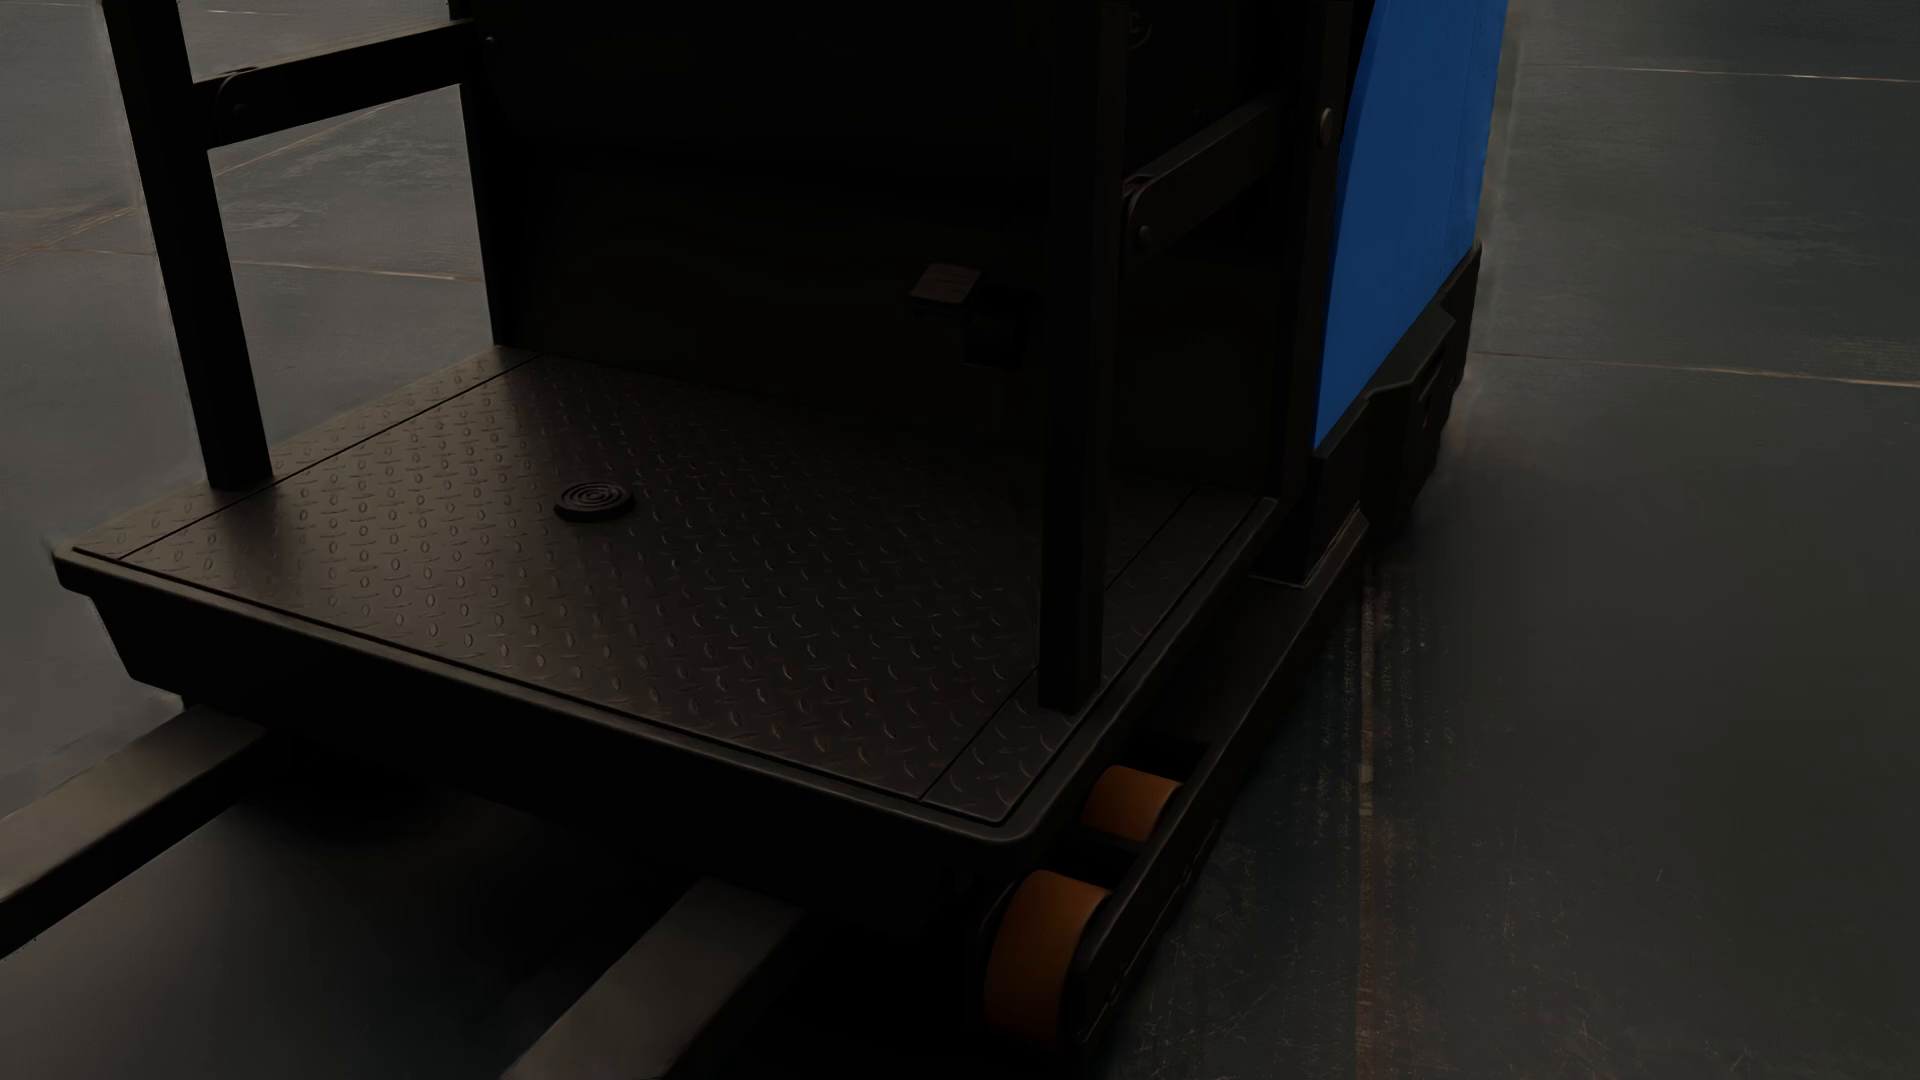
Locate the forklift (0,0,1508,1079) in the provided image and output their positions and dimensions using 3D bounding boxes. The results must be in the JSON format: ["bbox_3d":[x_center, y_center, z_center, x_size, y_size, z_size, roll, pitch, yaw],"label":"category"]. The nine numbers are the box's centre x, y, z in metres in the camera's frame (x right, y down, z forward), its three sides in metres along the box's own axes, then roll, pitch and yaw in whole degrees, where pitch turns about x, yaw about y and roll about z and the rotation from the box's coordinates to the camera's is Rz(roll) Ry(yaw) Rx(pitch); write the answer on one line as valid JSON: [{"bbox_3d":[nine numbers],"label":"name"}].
[{"bbox_3d":[-0.230,-1.059,1.344,1.130,2.935,3.031,13,29,24],"label":"forklift"}]
